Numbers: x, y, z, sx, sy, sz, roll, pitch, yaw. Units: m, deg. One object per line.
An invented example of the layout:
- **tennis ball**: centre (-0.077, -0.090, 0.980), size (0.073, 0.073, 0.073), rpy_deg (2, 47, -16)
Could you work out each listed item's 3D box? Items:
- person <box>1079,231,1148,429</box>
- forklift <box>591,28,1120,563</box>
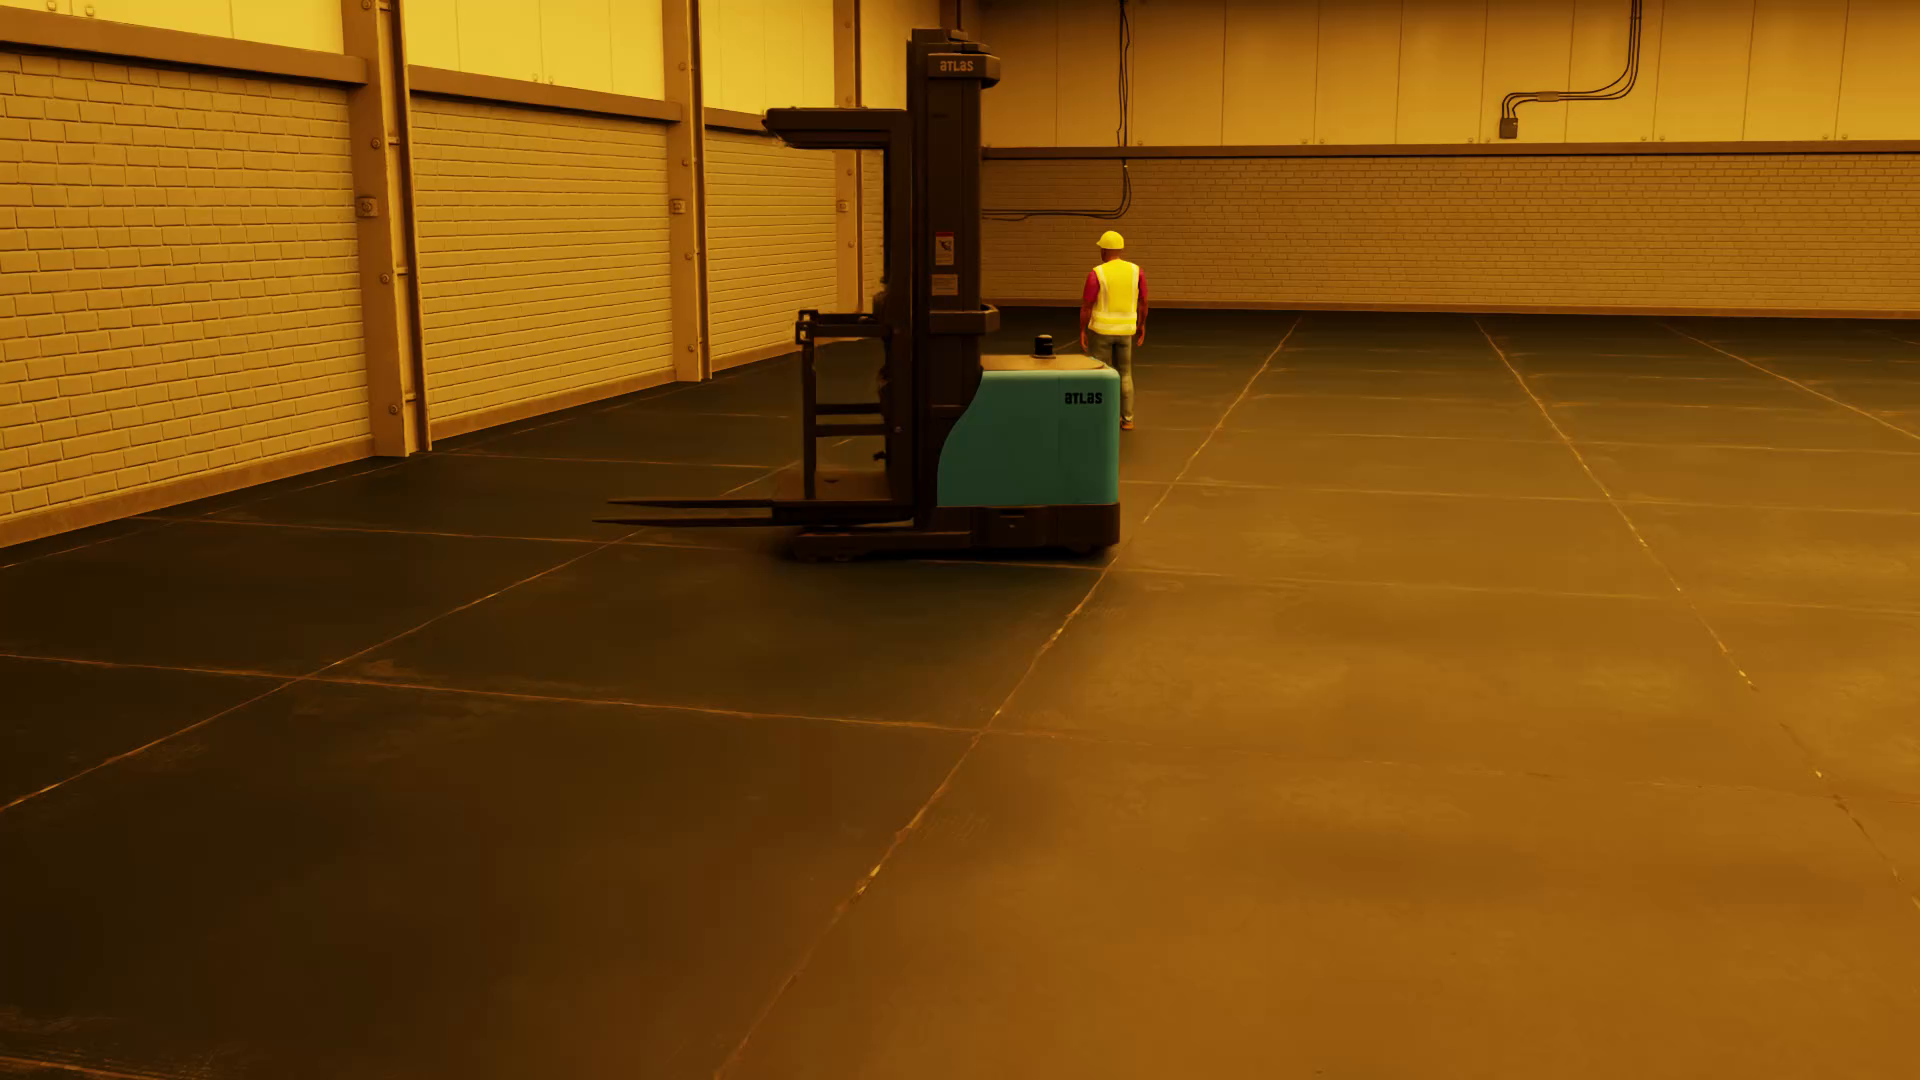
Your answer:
- **person**: centre (1.342, -1.862, 14.857), size (0.661, 1.777, 0.504), rpy_deg (-4, 12, -18)
- **forklift**: centre (-0.621, -1.417, 9.677), size (3.031, 2.935, 1.130), rpy_deg (-1, 11, -4)
